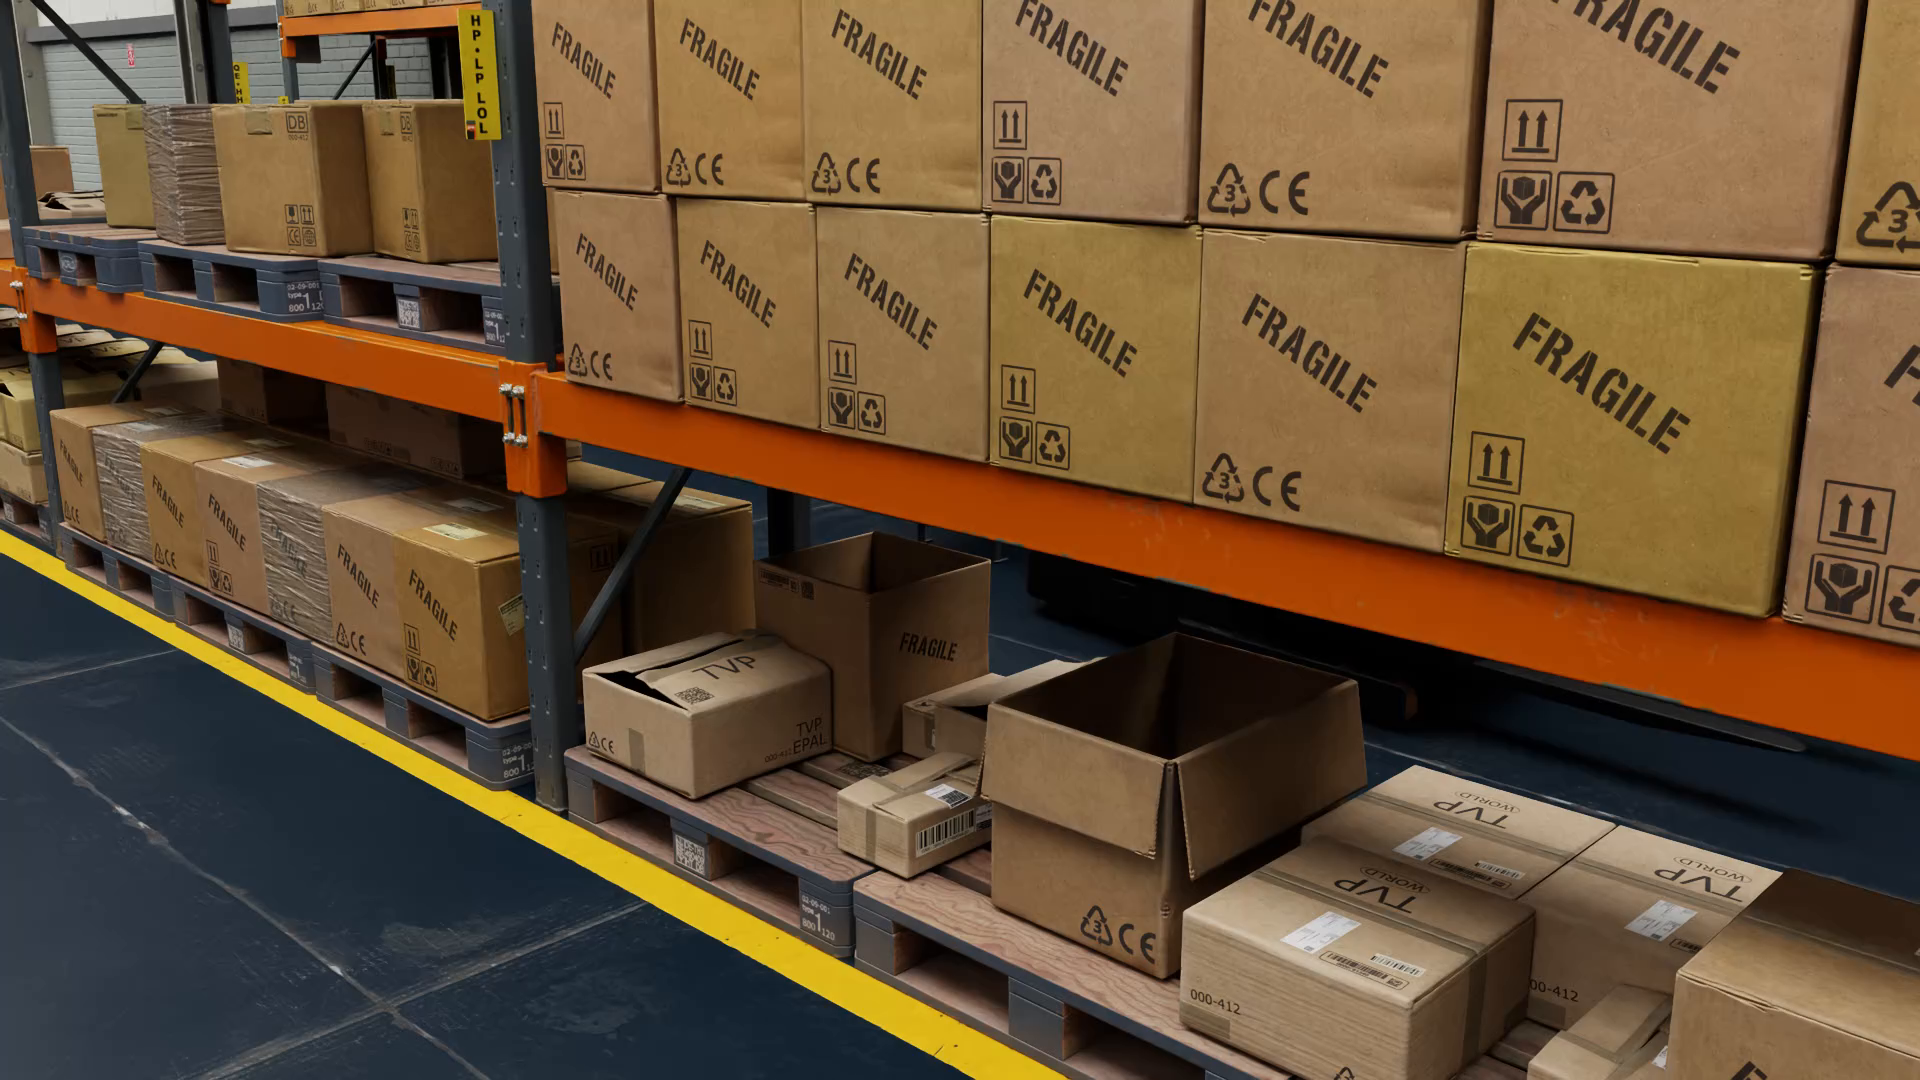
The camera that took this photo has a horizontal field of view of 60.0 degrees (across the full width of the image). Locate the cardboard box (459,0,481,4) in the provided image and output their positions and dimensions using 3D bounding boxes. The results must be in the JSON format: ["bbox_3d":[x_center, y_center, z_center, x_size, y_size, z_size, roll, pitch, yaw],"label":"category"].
[{"bbox_3d":[-3.726,-4.602,13.457,0.500,0.500,0.500,-14,20,-43],"label":"cardboard box"}]

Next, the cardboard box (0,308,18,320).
[{"bbox_3d":[-6.134,-1.274,10.379,0.500,0.311,0.500,14,20,42],"label":"cardboard box"}]

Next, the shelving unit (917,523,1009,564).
[{"bbox_3d":[0.119,-0.987,7.556,0.503,2.100,0.431,14,20,42],"label":"shelving unit"}]

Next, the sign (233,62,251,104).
[{"bbox_3d":[-3.375,-2.070,7.790,0.005,0.325,0.100,14,20,42],"label":"sign"}]

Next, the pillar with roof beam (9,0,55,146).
[{"bbox_3d":[-16.591,-8.005,20.806,0.400,9.000,9.100,14,20,42],"label":"pillar with roof beam"}]

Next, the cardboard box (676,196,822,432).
[{"bbox_3d":[-0.317,-0.569,3.969,0.500,0.500,0.500,14,20,43],"label":"cardboard box"}]

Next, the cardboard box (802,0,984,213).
[{"bbox_3d":[0.020,-0.967,3.512,0.500,0.500,0.500,13,19,41],"label":"cardboard box"}]

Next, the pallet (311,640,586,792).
[{"bbox_3d":[-1.477,0.466,5.727,1.213,0.211,1.003,14,20,42],"label":"pallet"}]

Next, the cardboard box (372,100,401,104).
[{"bbox_3d":[-4.837,-3.642,14.731,0.500,0.500,0.500,-14,20,-42],"label":"cardboard box"}]

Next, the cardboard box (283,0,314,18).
[{"bbox_3d":[-6.001,-5.154,15.576,0.500,0.500,0.500,-14,20,-43],"label":"cardboard box"}]

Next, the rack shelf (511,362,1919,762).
[{"bbox_3d":[0.574,-0.050,3.602,4.000,0.370,1.077,14,20,42],"label":"rack shelf"}]

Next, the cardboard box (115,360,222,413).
[{"bbox_3d":[-3.918,-0.737,8.321,0.500,0.311,0.500,-14,20,-42],"label":"cardboard box"}]

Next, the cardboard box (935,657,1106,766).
[{"bbox_3d":[0.282,0.519,4.450,0.500,0.311,0.500,14,20,42],"label":"cardboard box"}]

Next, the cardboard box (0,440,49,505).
[{"bbox_3d":[-4.293,-0.369,8.019,0.500,0.250,0.500,-14,20,-43],"label":"cardboard box"}]

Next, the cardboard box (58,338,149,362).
[{"bbox_3d":[-4.668,-0.917,9.012,0.500,0.311,0.500,13,19,41],"label":"cardboard box"}]

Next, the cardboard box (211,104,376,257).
[{"bbox_3d":[-2.180,-1.298,5.933,0.500,0.500,0.700,8,17,28],"label":"cardboard box"}]

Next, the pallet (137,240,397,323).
[{"bbox_3d":[-2.342,-1.016,6.263,1.213,0.211,1.003,14,20,42],"label":"pallet"}]

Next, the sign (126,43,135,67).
[{"bbox_3d":[-10.972,-6.413,22.000,0.199,0.298,0.001,14,20,42],"label":"sign"}]

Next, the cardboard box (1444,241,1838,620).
[{"bbox_3d":[1.127,-0.216,2.613,0.500,0.500,0.500,14,20,43],"label":"cardboard box"}]

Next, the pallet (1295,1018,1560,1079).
[{"bbox_3d":[1.385,1.149,3.106,1.213,0.211,1.003,14,20,42],"label":"pallet"}]

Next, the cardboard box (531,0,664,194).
[{"bbox_3d":[-0.721,-1.147,4.204,0.500,0.500,0.500,-14,20,-43],"label":"cardboard box"}]

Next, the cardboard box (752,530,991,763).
[{"bbox_3d":[-0.258,0.297,4.930,0.500,0.500,0.500,14,20,42],"label":"cardboard box"}]

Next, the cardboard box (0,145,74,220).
[{"bbox_3d":[-4.964,-1.787,8.645,0.500,0.500,0.500,12,19,39],"label":"cardboard box"}]

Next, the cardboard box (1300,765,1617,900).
[{"bbox_3d":[1.100,0.748,3.694,0.500,0.250,0.500,14,20,42],"label":"cardboard box"}]

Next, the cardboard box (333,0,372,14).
[{"bbox_3d":[-5.263,-4.963,14.845,0.500,0.500,0.500,-13,20,-42],"label":"cardboard box"}]

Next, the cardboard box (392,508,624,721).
[{"bbox_3d":[-1.420,0.214,5.246,0.500,0.500,0.500,14,20,42],"label":"cardboard box"}]

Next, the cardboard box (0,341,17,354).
[{"bbox_3d":[-5.392,-0.906,8.969,0.500,0.311,0.500,-14,20,-43],"label":"cardboard box"}]

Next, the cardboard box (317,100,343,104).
[{"bbox_3d":[-5.584,-3.822,15.421,0.500,0.500,0.500,14,20,42],"label":"cardboard box"}]

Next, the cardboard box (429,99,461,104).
[{"bbox_3d":[-4.107,-3.461,14.037,0.500,0.500,0.500,14,20,42],"label":"cardboard box"}]

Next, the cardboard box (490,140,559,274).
[{"bbox_3d":[-1.051,-1.123,5.263,0.500,0.500,0.700,7,16,24],"label":"cardboard box"}]

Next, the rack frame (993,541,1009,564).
[{"bbox_3d":[0.295,-0.944,7.392,0.015,2.100,0.400,14,20,42],"label":"rack frame"}]

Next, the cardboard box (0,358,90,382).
[{"bbox_3d":[-4.672,-0.729,8.290,0.500,0.311,0.500,13,20,41],"label":"cardboard box"}]

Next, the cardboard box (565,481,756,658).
[{"bbox_3d":[-1.044,0.120,5.609,0.500,0.500,0.500,13,19,40],"label":"cardboard box"}]

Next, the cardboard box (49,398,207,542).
[{"bbox_3d":[-3.616,-0.320,7.297,0.500,0.500,0.500,-13,20,-42],"label":"cardboard box"}]

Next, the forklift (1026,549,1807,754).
[{"bbox_3d":[1.628,-0.939,5.724,1.130,2.935,3.031,-13,19,-40],"label":"forklift"}]

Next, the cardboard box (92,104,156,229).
[{"bbox_3d":[-3.213,-1.610,7.132,0.500,0.500,0.700,7,16,24],"label":"cardboard box"}]

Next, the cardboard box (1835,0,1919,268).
[{"bbox_3d":[1.503,-0.608,2.137,0.500,0.500,0.500,13,20,42],"label":"cardboard box"}]

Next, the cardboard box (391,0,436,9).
[{"bbox_3d":[-4.504,-4.782,14.150,0.500,0.500,0.500,13,19,40],"label":"cardboard box"}]

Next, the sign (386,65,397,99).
[{"bbox_3d":[-5.669,-4.559,16.556,0.005,0.325,0.100,14,20,42],"label":"sign"}]

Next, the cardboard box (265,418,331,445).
[{"bbox_3d":[-2.536,-0.240,6.989,0.500,0.500,0.500,13,19,40],"label":"cardboard box"}]

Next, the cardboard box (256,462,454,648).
[{"bbox_3d":[-2.130,0.038,5.921,0.500,0.500,0.500,14,20,43],"label":"cardboard box"}]

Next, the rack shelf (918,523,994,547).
[{"bbox_3d":[0.119,-0.297,7.736,0.480,0.518,0.431,14,20,42],"label":"rack shelf"}]

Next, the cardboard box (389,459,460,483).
[{"bbox_3d":[-1.791,-0.061,6.301,0.500,0.500,0.500,14,20,43],"label":"cardboard box"}]

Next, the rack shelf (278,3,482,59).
[{"bbox_3d":[-4.628,-4.502,14.738,4.000,0.370,1.077,14,20,42],"label":"rack shelf"}]

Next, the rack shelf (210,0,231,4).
[{"bbox_3d":[-2.305,-2.202,5.911,4.000,0.370,1.077,14,20,42],"label":"rack shelf"}]

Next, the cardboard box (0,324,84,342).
[{"bbox_3d":[-5.397,-1.096,9.697,0.500,0.311,0.500,14,20,42],"label":"cardboard box"}]

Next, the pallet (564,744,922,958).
[{"bbox_3d":[-0.372,0.722,4.745,1.213,0.211,1.003,14,20,42],"label":"pallet"}]

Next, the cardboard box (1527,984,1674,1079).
[{"bbox_3d":[1.223,0.972,2.998,0.250,0.166,0.380,14,20,42],"label":"cardboard box"}]

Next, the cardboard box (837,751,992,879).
[{"bbox_3d":[-0.084,0.672,4.150,0.250,0.166,0.380,14,20,42],"label":"cardboard box"}]

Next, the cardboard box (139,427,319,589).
[{"bbox_3d":[-2.877,-0.141,6.608,0.500,0.500,0.500,13,20,41],"label":"cardboard box"}]

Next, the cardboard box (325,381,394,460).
[{"bbox_3d":[-2.126,-0.506,6.523,0.500,0.250,0.500,13,20,41],"label":"cardboard box"}]

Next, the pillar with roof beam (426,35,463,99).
[{"bbox_3d":[-7.952,-5.904,12.745,0.400,9.000,9.100,14,20,42],"label":"pillar with roof beam"}]

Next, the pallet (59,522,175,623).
[{"bbox_3d":[-3.234,0.039,7.365,1.213,0.211,1.003,14,20,42],"label":"pallet"}]

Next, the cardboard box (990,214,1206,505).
[{"bbox_3d":[0.409,-0.392,3.290,0.500,0.500,0.500,13,20,41],"label":"cardboard box"}]

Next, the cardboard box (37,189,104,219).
[{"bbox_3d":[-4.254,-1.597,8.289,0.500,0.311,0.500,13,20,42],"label":"cardboard box"}]

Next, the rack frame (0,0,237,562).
[{"bbox_3d":[-3.745,-1.448,7.542,0.127,3.000,1.000,14,20,42],"label":"rack frame"}]

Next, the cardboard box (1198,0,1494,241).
[{"bbox_3d":[0.762,-0.787,2.821,0.500,0.500,0.500,-14,20,-43],"label":"cardboard box"}]
